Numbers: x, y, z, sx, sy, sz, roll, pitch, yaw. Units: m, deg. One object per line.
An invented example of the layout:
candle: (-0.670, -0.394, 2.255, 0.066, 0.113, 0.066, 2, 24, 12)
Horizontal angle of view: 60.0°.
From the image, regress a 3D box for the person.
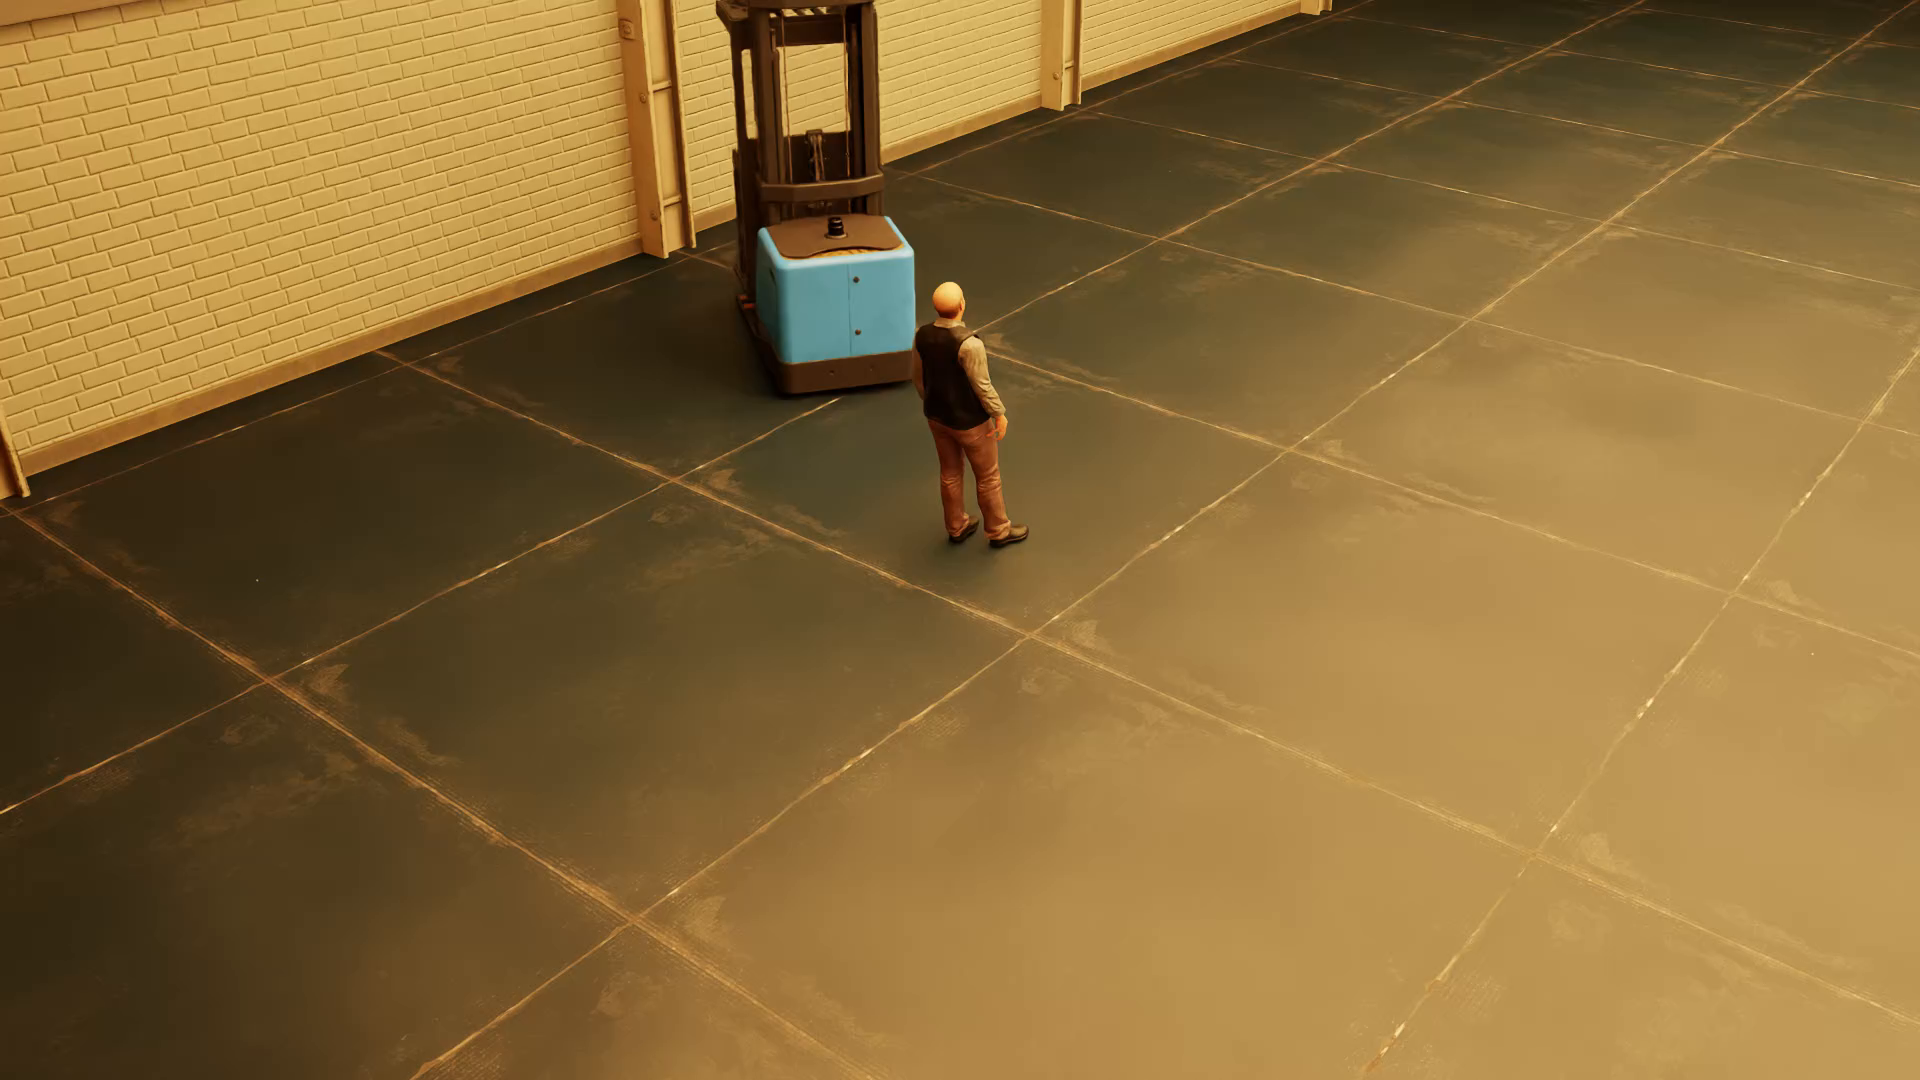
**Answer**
person: (0.045, -0.771, 10.099, 0.632, 1.720, 0.568, 22, 37, 33)

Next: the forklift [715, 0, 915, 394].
forklift: (-1.213, -3.069, 12.848, 1.130, 2.935, 3.031, -8, 31, -14)
